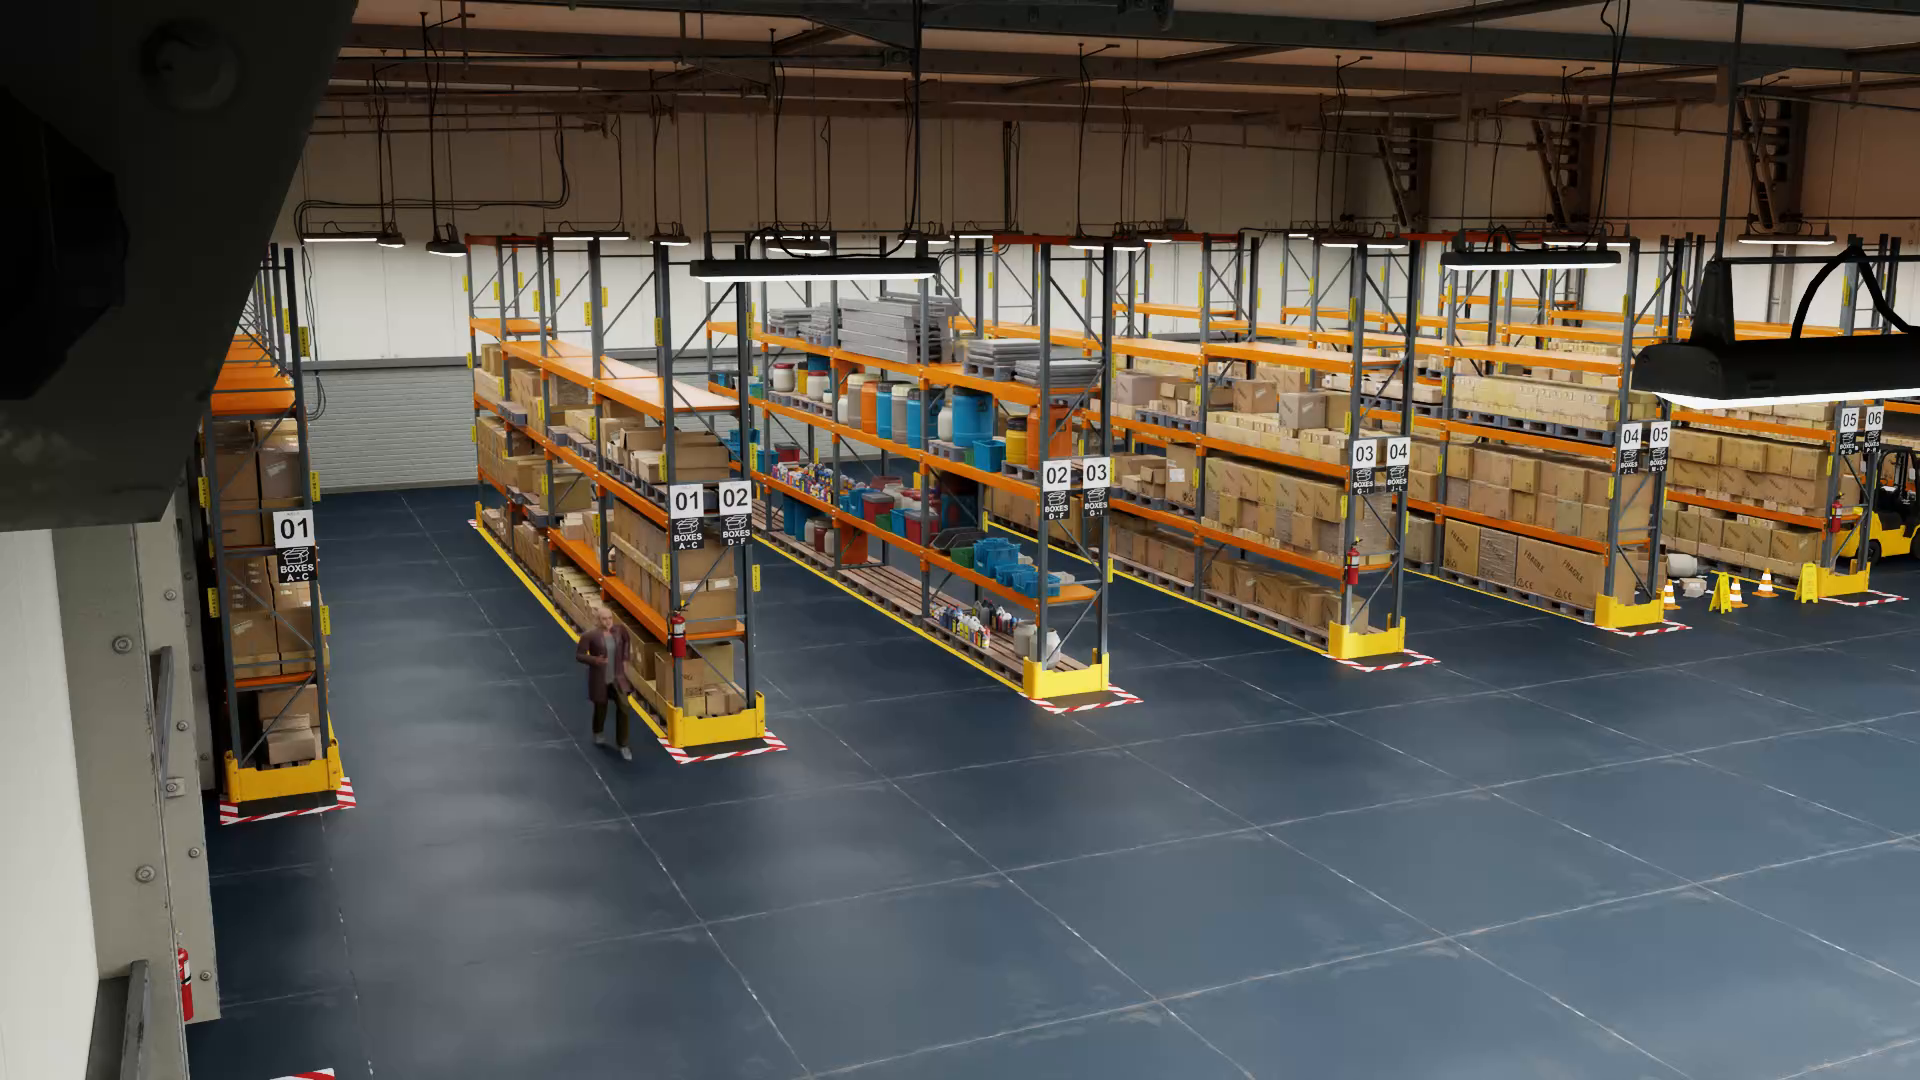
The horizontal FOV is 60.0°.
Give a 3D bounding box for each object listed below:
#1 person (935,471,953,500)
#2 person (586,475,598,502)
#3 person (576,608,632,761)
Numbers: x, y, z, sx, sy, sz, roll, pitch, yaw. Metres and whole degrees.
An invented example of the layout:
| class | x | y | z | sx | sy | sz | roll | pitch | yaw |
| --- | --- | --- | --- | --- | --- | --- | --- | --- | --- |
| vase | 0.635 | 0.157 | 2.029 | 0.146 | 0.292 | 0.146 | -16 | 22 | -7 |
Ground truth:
| class | x | y | z | sx | sy | sz | roll | pitch | yaw |
| --- | --- | --- | --- | --- | --- | --- | --- | --- | --- |
| person | -0.247 | -0.487 | 31.387 | 0.559 | 1.673 | 0.758 | -6 | 12 | -28 |
| person | -7.877 | -1.211 | 35.362 | 0.595 | 1.511 | 0.529 | -10 | 15 | -41 |
| person | -4.231 | 1.682 | 19.861 | 0.726 | 1.822 | 0.945 | -6 | 12 | -27 |
